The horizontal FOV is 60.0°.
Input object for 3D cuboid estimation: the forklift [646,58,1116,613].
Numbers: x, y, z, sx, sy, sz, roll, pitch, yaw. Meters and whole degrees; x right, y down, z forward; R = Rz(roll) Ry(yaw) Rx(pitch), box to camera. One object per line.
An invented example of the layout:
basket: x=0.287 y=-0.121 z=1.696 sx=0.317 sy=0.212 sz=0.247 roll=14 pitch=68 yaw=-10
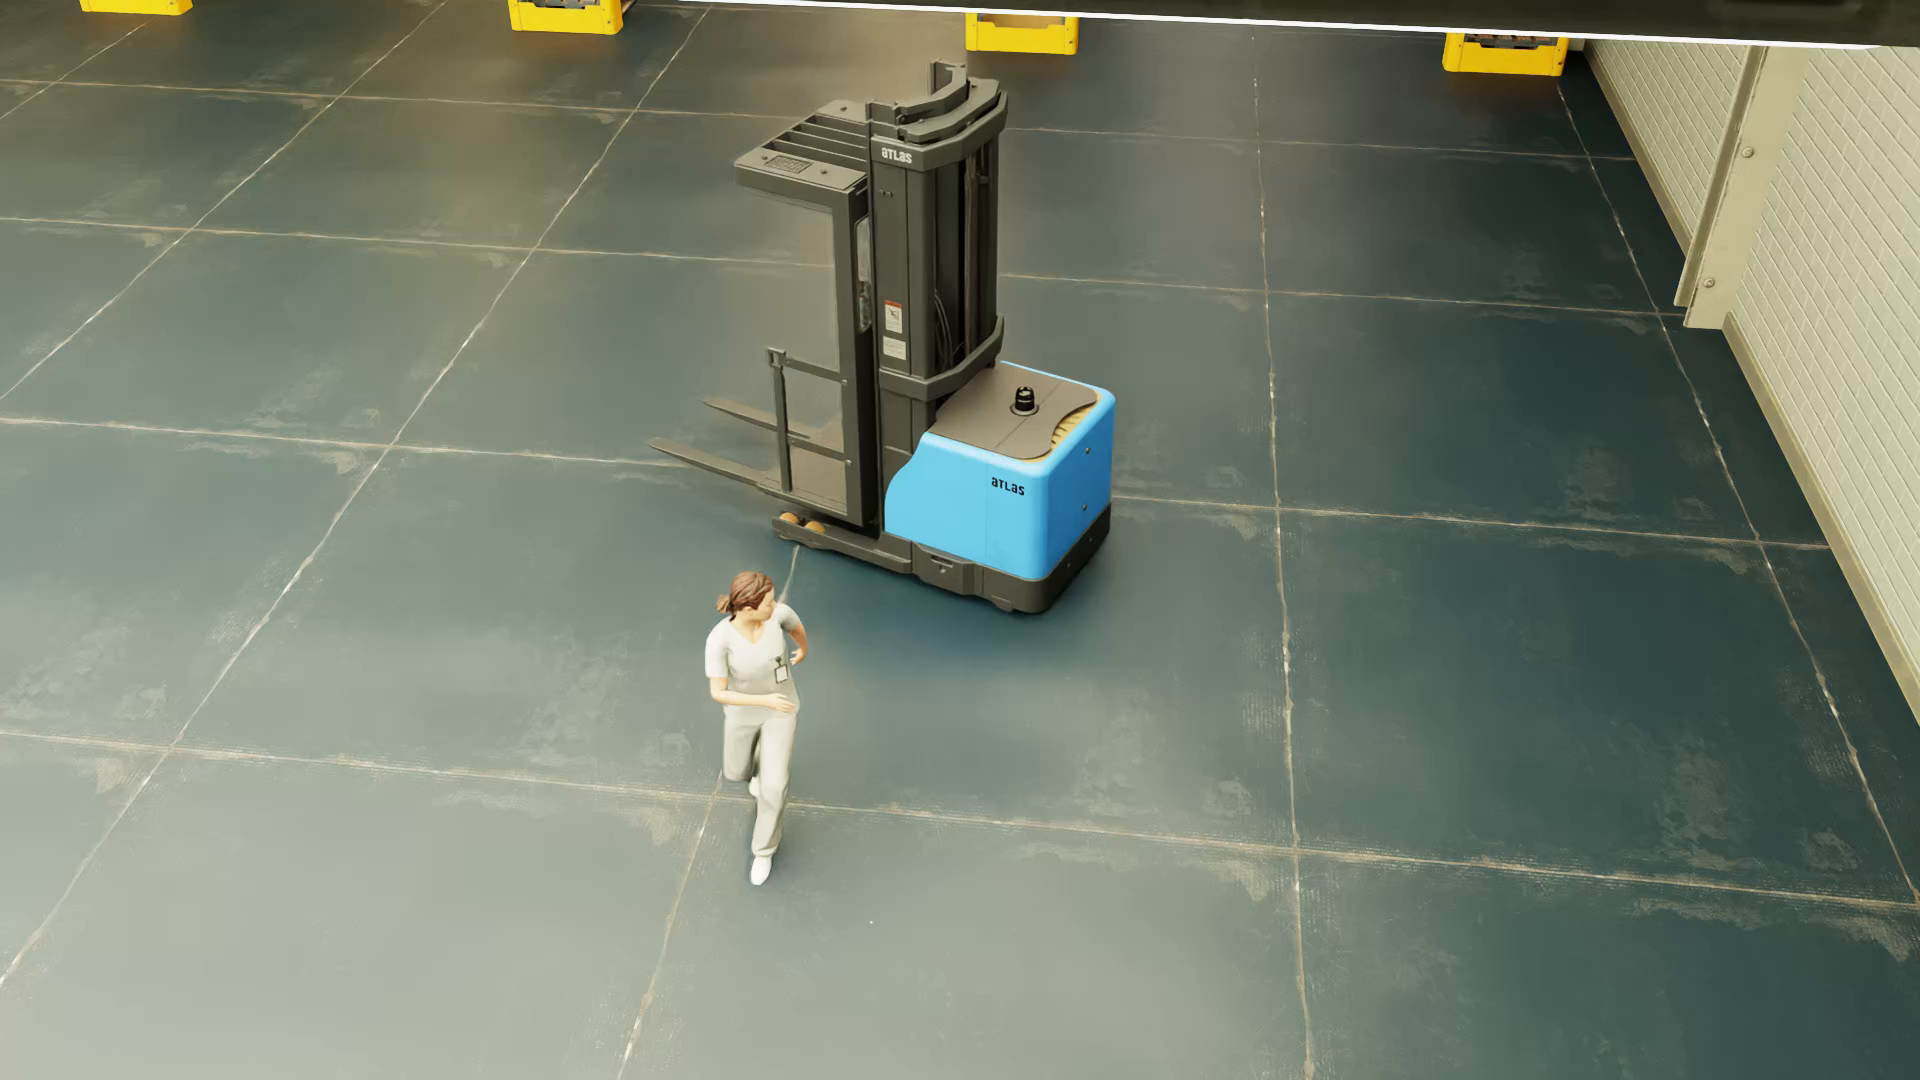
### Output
forklift: x=-0.597 y=-1.379 z=9.900 sx=3.031 sy=2.935 sz=1.130 roll=18 pitch=40 yaw=23

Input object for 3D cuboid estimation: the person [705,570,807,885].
person: x=-0.965 y=0.821 z=8.077 sx=0.471 sy=1.595 sz=0.852 roll=-3 pitch=37 yaw=-5
